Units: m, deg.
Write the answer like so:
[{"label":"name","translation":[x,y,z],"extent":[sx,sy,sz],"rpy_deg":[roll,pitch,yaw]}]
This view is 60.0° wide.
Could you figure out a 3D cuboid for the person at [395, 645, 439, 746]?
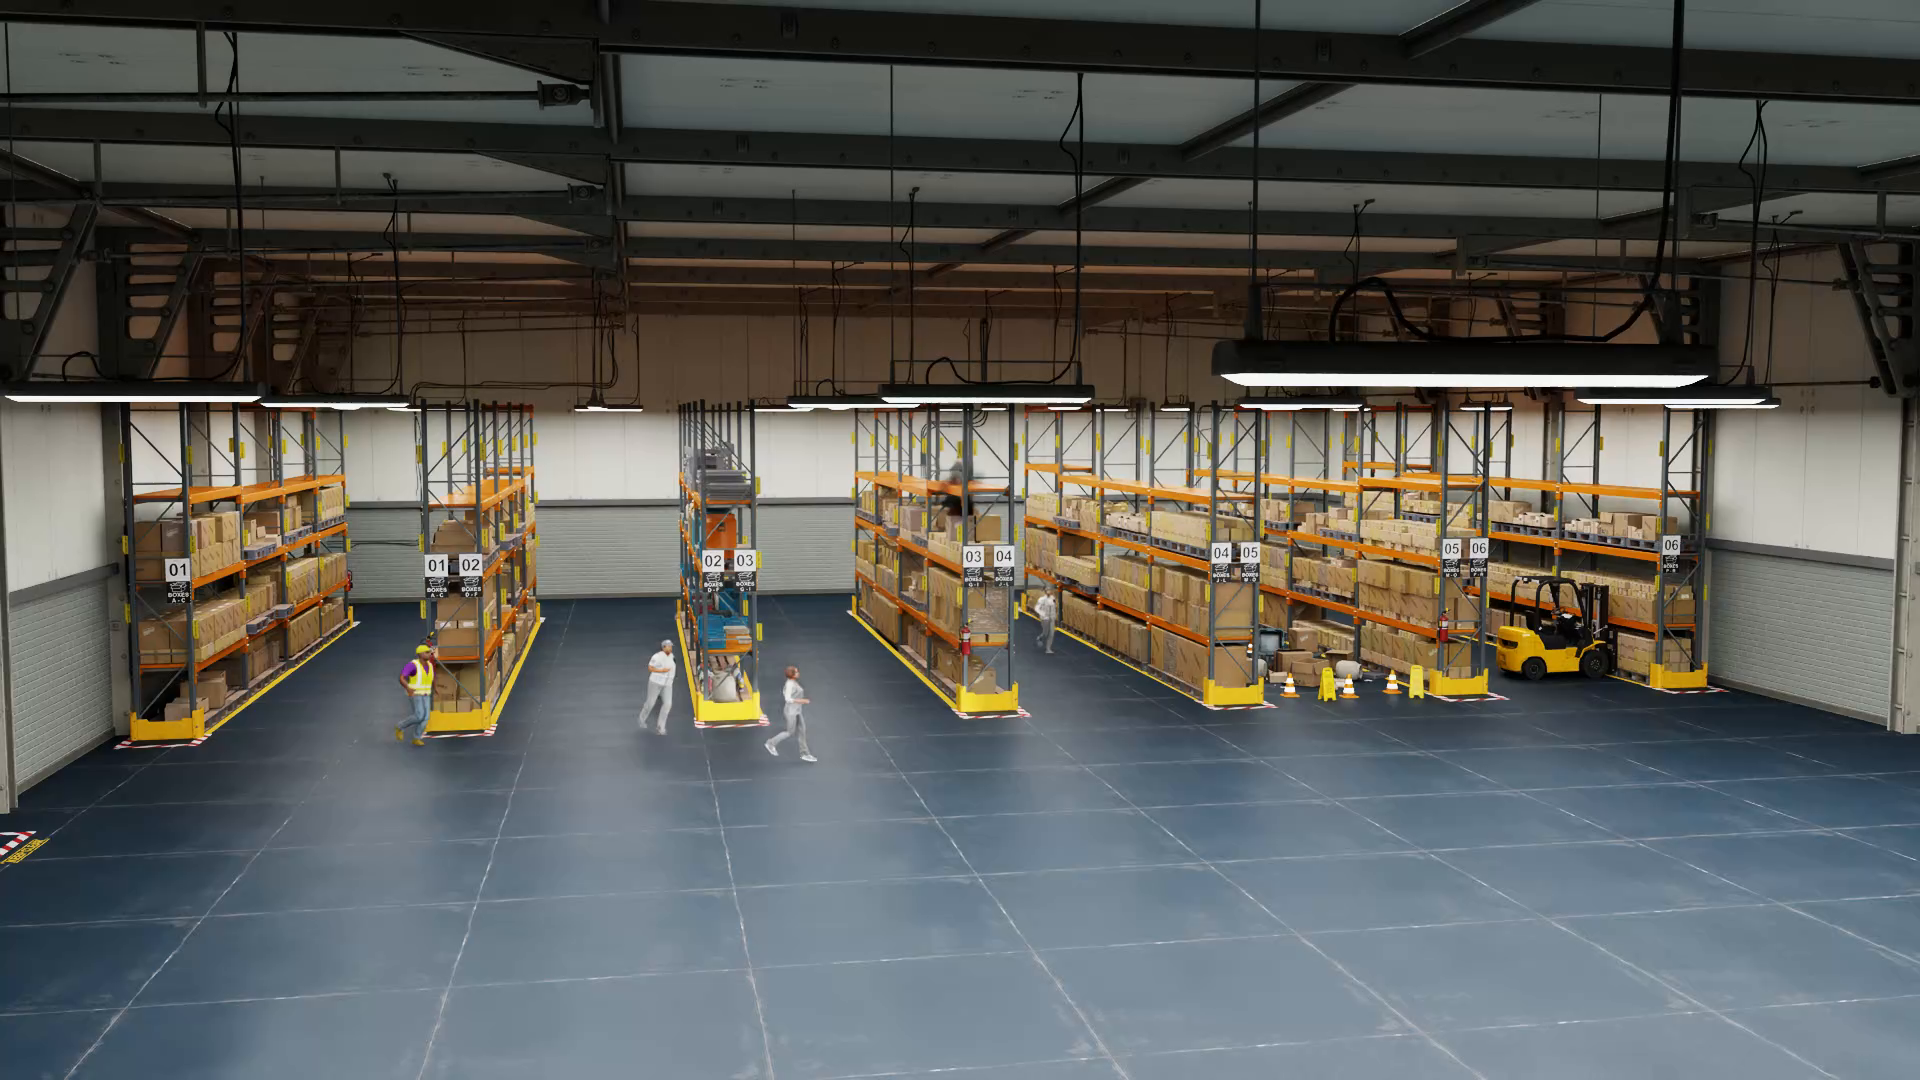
[{"label":"person","translation":[-9.431,2.684,28.991],"extent":[0.594,1.712,0.740],"rpy_deg":[2,5,27]}]

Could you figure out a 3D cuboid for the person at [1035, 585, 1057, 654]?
[{"label":"person","translation":[2.087,1.886,39.891],"extent":[0.605,1.652,0.700],"rpy_deg":[-2,5,-24]}]

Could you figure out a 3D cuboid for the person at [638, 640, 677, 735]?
[{"label":"person","translation":[-5.395,2.639,30.102],"extent":[0.641,1.676,0.824],"rpy_deg":[-3,6,-39]}]

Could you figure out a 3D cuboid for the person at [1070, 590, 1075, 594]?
[{"label":"person","translation":[3.458,1.121,49.629],"extent":[0.763,1.718,0.860],"rpy_deg":[-4,6,-43]}]

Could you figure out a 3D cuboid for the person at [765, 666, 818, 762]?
[{"label":"person","translation":[-2.773,2.862,27.331],"extent":[0.872,1.579,0.540],"rpy_deg":[1,4,8]}]
